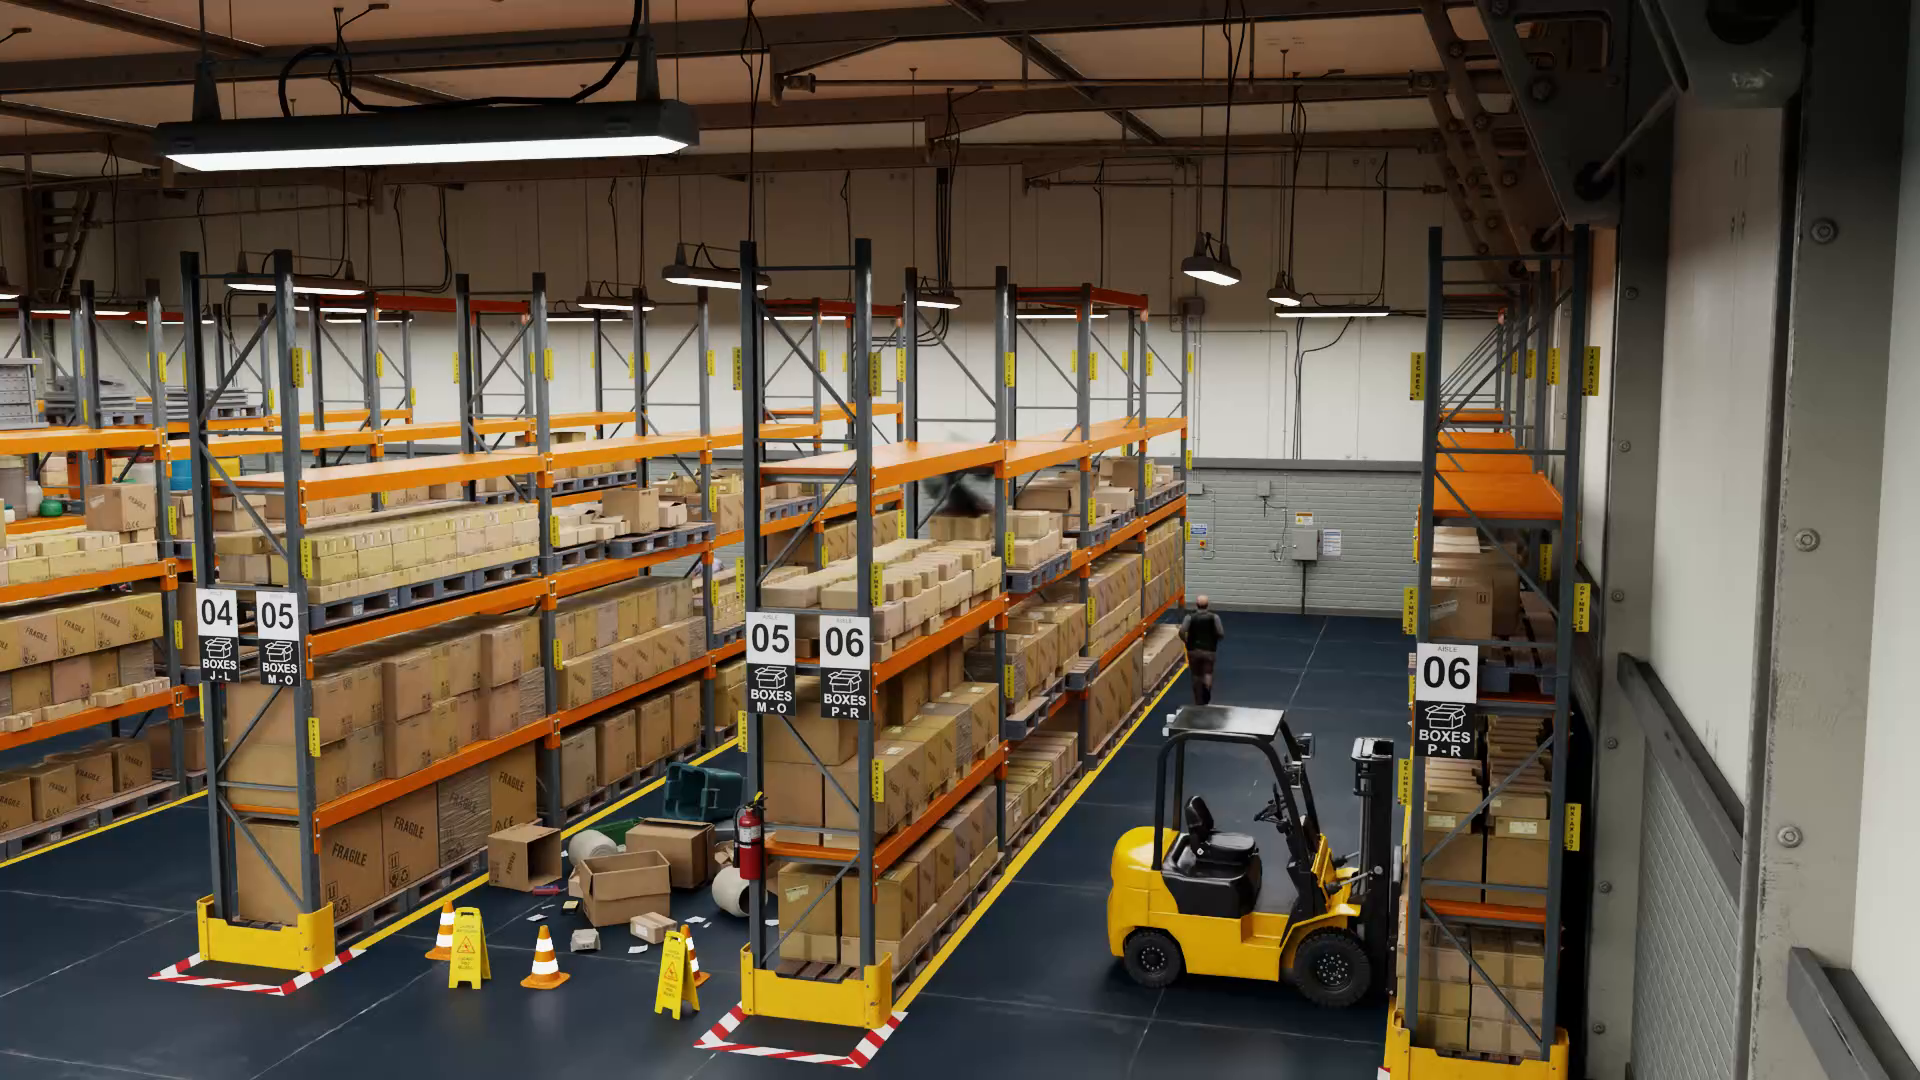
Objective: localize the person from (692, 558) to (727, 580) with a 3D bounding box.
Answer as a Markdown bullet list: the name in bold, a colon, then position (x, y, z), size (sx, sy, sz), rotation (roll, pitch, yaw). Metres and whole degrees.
- **person**: position (-4.625, 0.871, 31.125), size (0.647, 1.495, 0.503), rotation (-5, 8, -39)

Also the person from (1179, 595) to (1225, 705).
- **person**: position (3.502, 1.637, 24.151), size (0.661, 1.694, 0.733), rotation (1, 6, 7)
